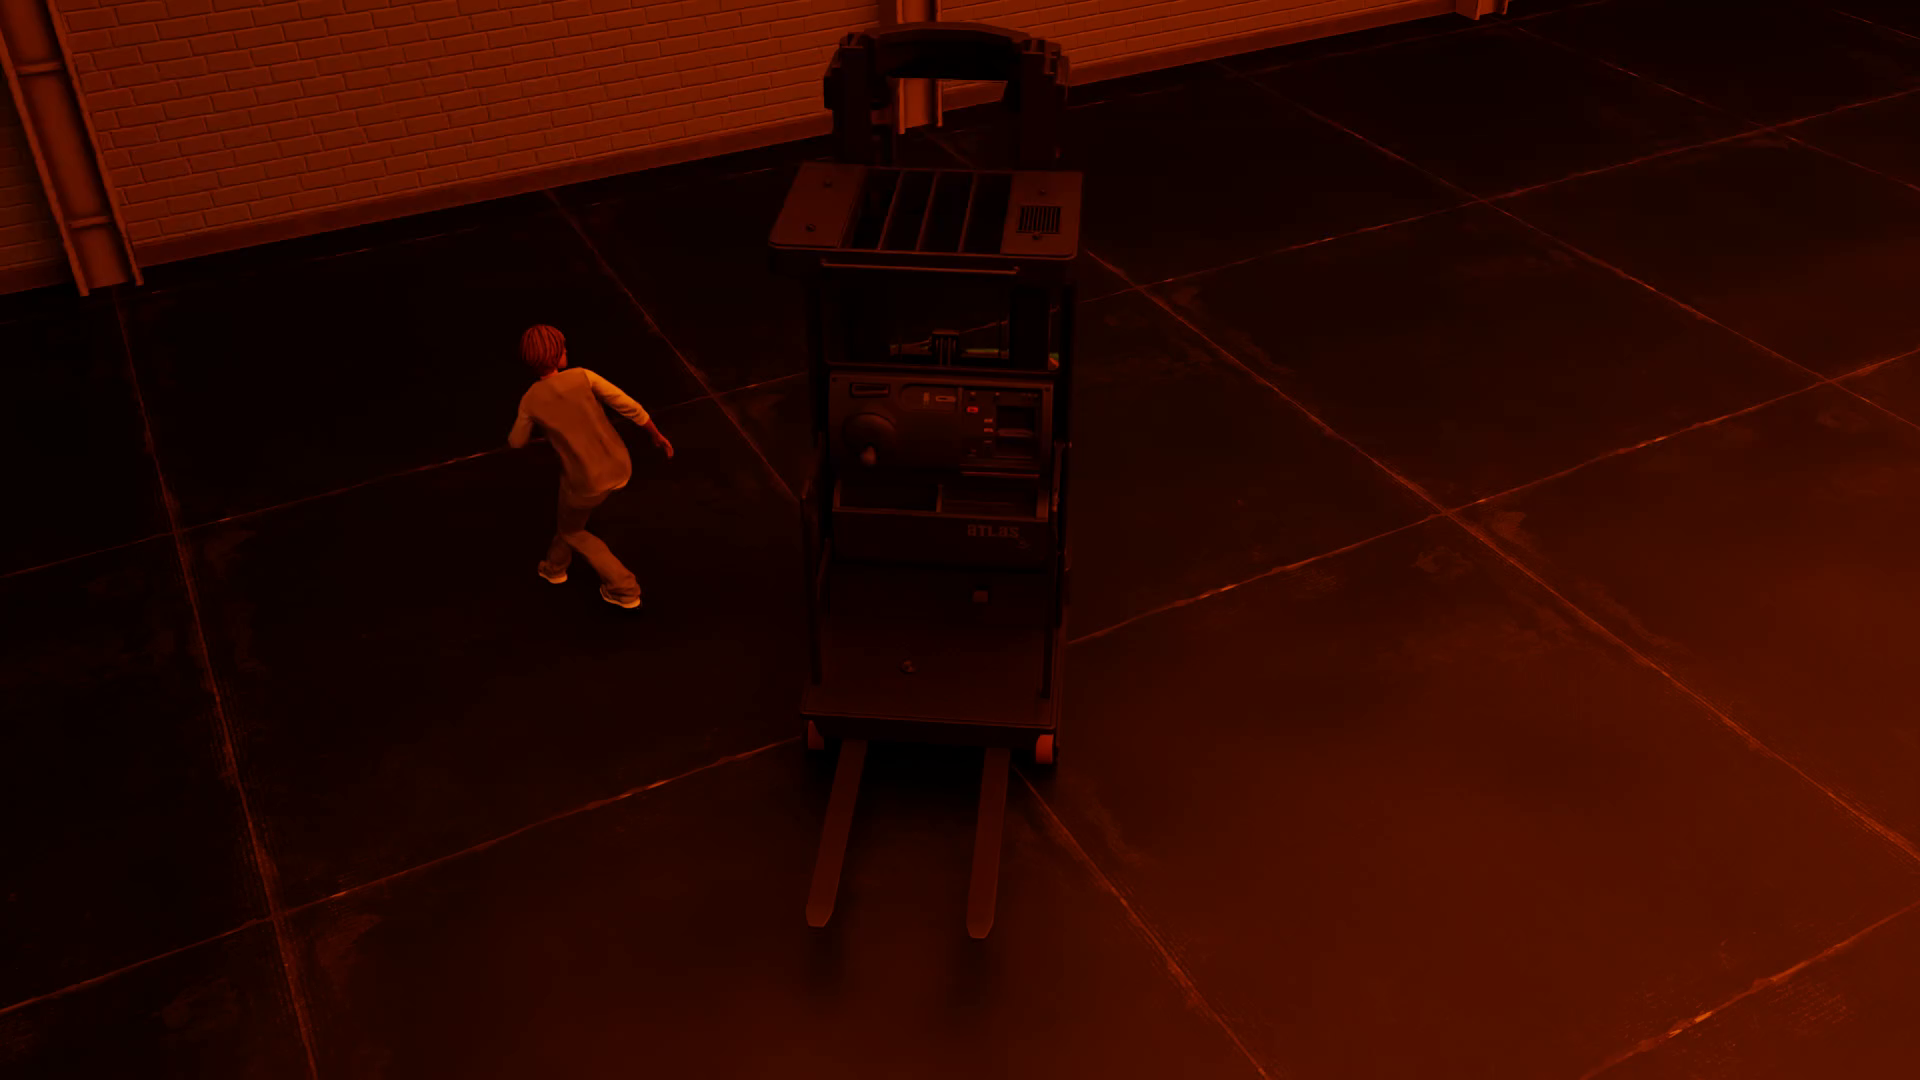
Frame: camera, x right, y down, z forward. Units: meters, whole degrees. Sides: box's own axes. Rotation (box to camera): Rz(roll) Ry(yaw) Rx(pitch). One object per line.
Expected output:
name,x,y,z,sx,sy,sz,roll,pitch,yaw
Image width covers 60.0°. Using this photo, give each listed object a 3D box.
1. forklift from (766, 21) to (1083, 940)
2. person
forklift,-0.099,-0.420,6.717,1.130,2.935,3.031,3,35,4
person,-1.794,-0.393,7.972,0.656,1.466,0.744,-27,43,-33
